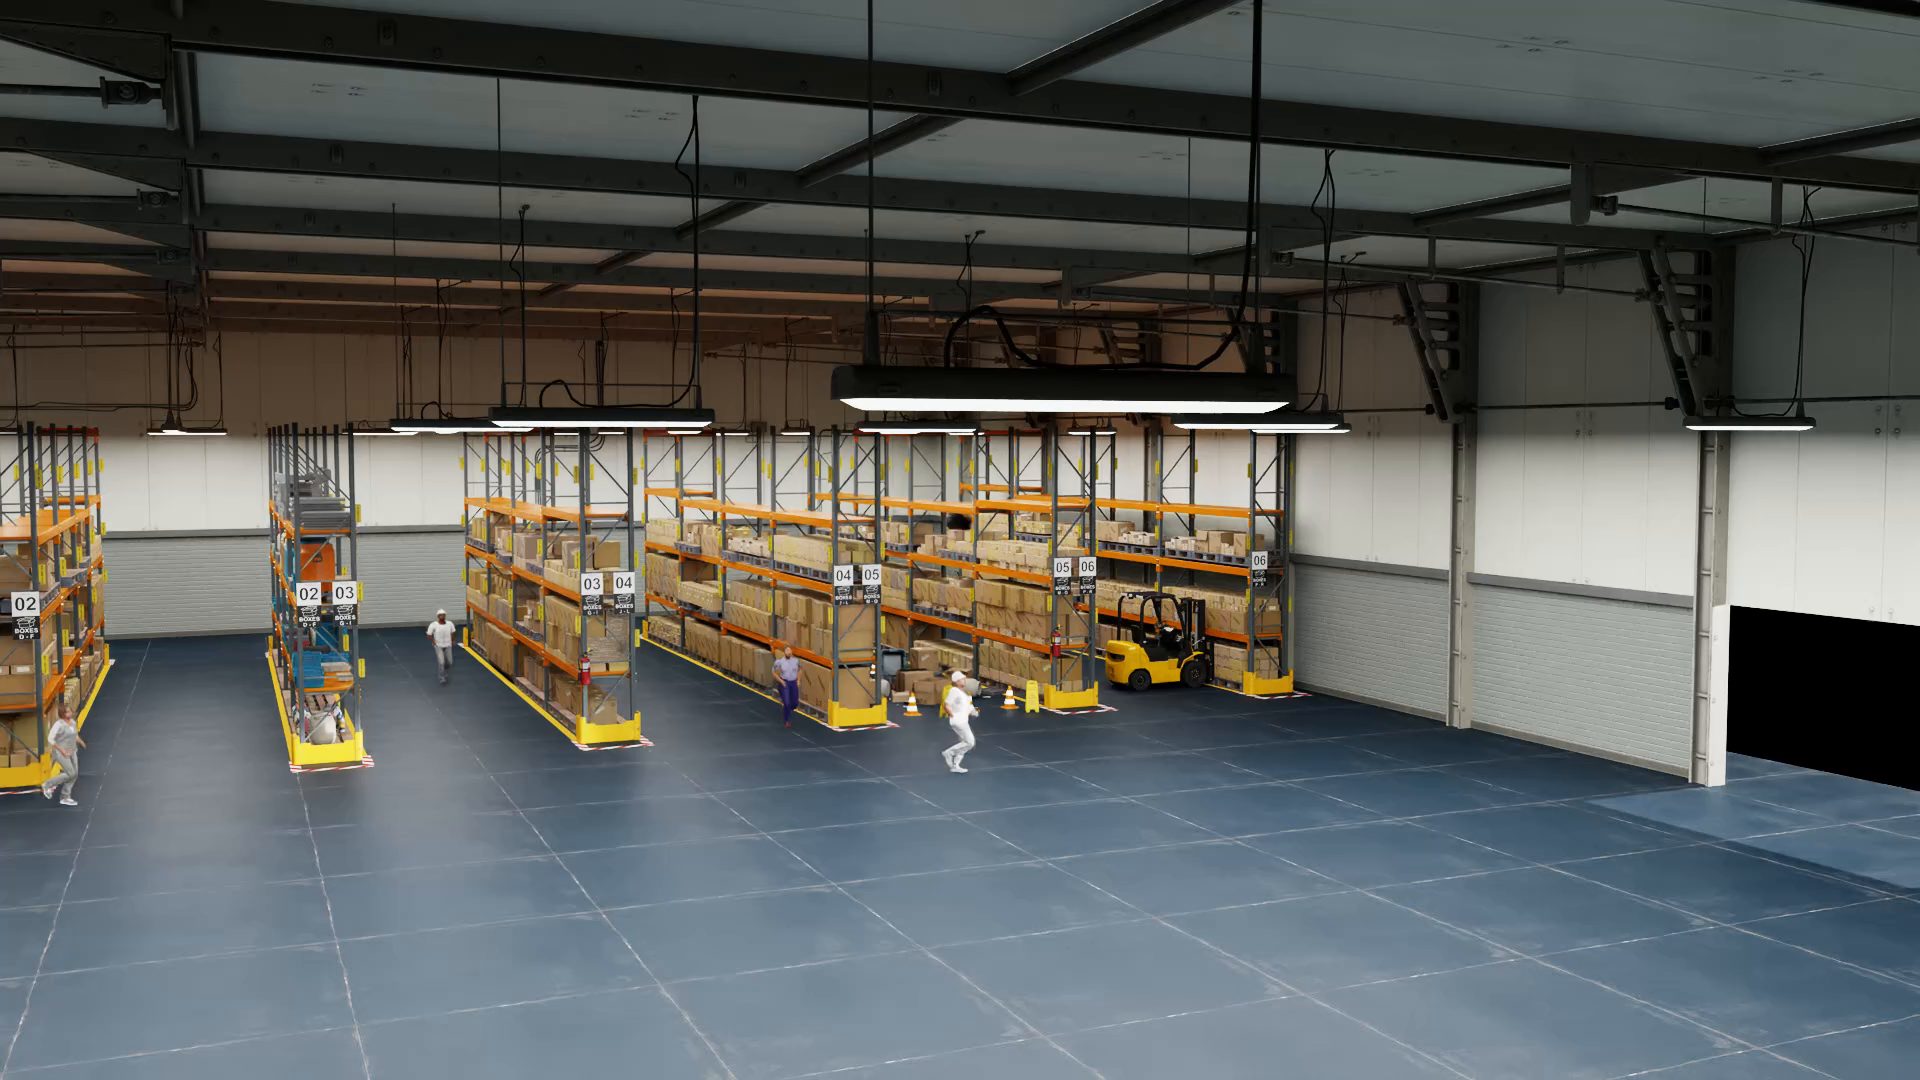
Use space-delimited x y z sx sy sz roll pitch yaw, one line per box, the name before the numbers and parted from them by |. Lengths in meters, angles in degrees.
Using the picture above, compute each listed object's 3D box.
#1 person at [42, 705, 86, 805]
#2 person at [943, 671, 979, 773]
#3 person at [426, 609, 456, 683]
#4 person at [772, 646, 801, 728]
person | -14.016 3.361 26.030 0.583 1.572 0.531 1 4 9
person | 0.013 3.115 28.442 0.594 1.737 0.691 1 4 9
person | -12.124 2.483 38.952 0.696 1.718 0.605 -2 4 -31
person | -3.442 2.906 33.122 0.628 1.596 0.555 -2 4 -28
